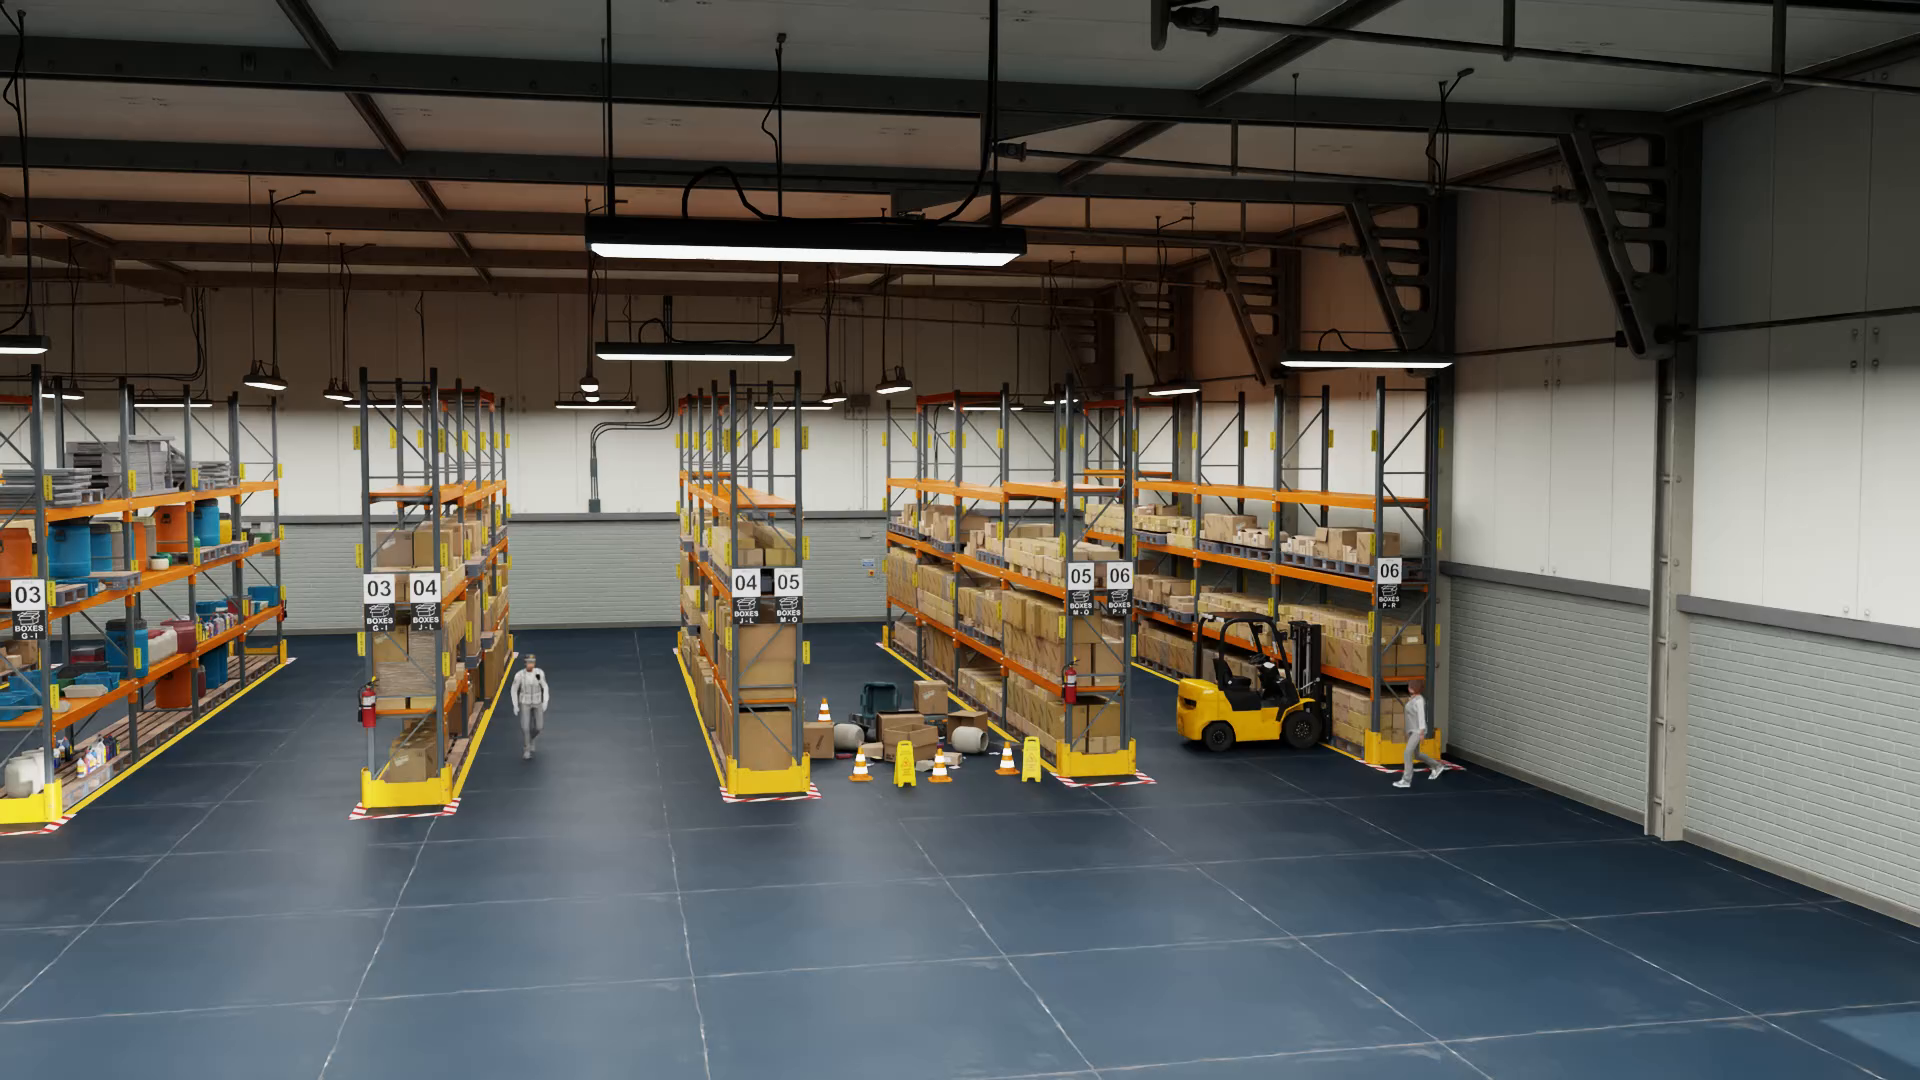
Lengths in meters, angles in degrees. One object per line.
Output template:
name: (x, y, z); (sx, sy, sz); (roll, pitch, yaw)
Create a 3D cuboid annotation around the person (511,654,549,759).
person: (-6.846, 2.613, 26.441); (0.583, 1.659, 0.548); (-1, 4, -22)

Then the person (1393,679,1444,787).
person: (6.645, 2.777, 24.009); (0.847, 1.560, 0.415); (-1, 3, -10)
